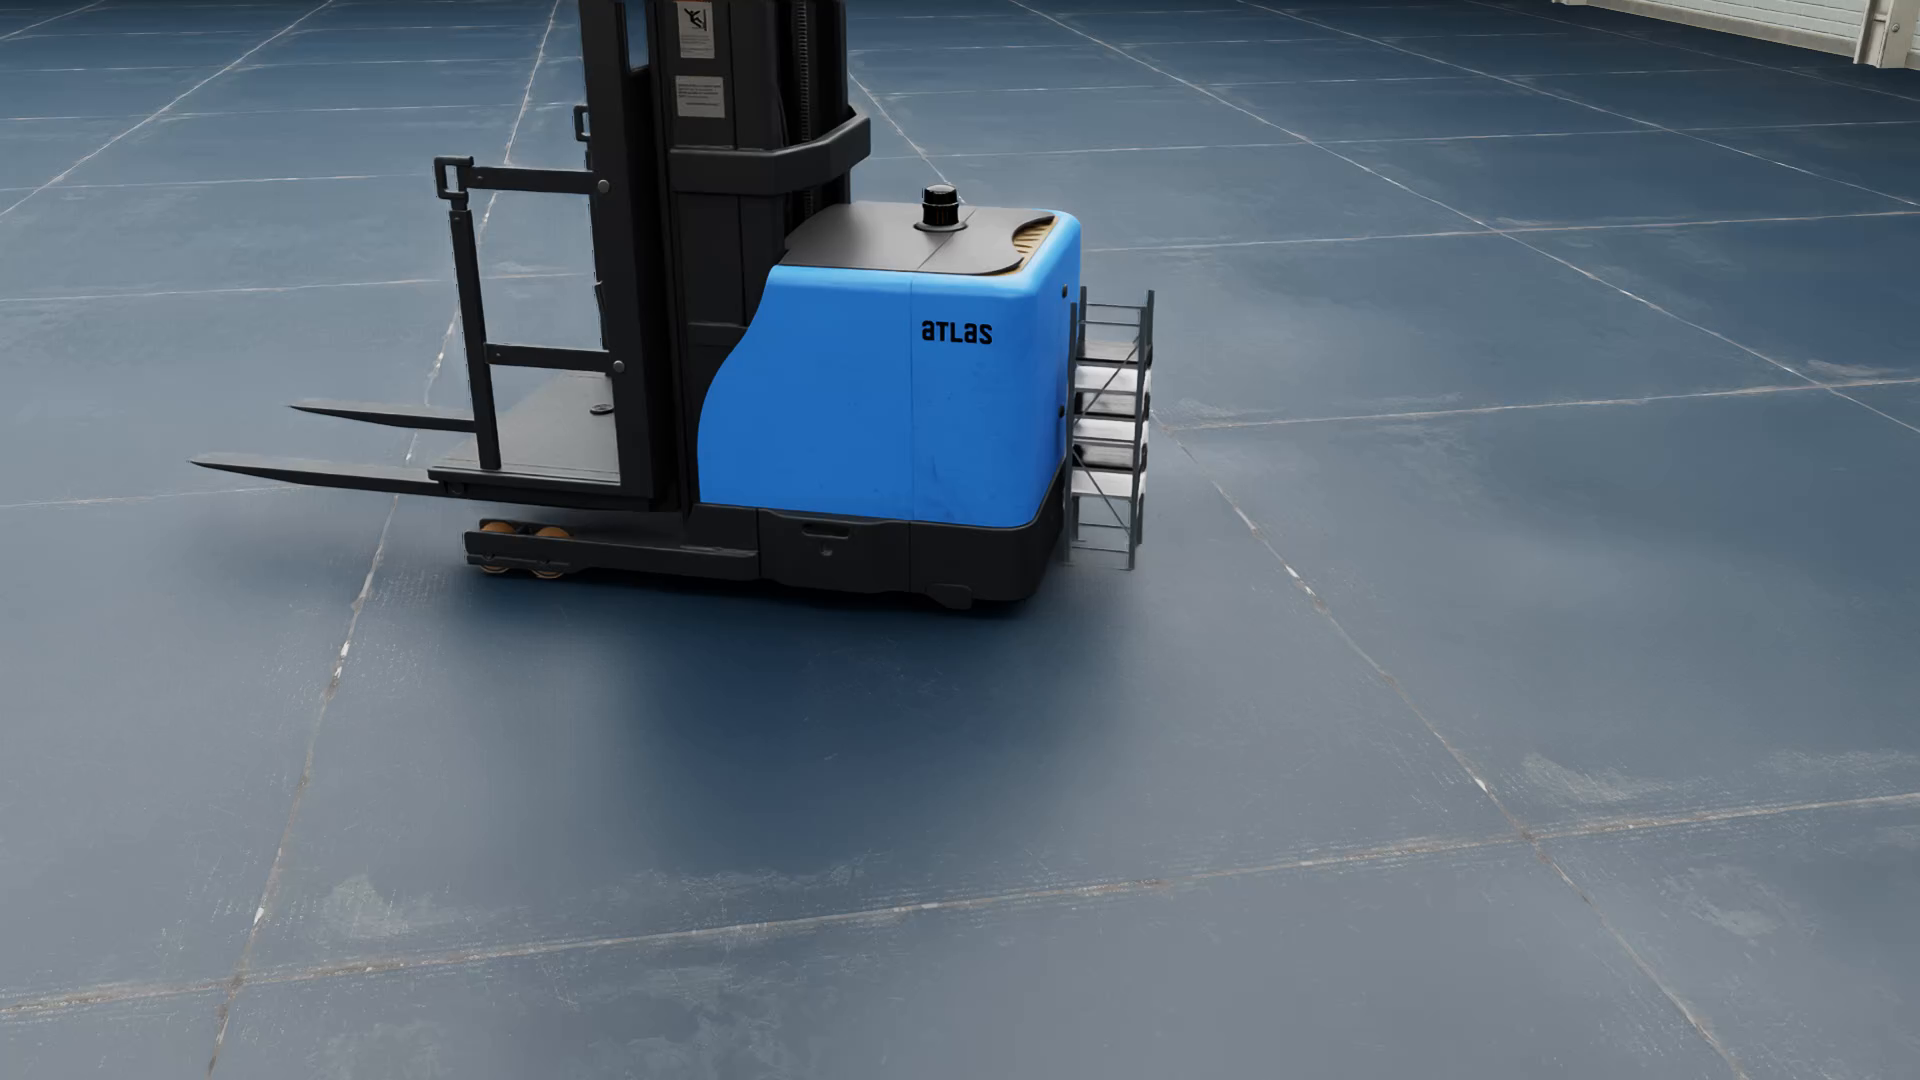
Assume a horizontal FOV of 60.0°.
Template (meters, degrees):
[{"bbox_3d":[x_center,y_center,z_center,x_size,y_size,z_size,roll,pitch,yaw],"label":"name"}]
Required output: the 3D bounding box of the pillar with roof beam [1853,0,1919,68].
[{"bbox_3d":[4.955,-8.548,14.079,9.100,9.000,0.400,-4,24,-10],"label":"pillar with roof beam"}]

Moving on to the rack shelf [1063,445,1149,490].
[{"bbox_3d":[0.484,-0.248,5.500,0.258,0.077,0.200,5,24,11],"label":"rack shelf"}]

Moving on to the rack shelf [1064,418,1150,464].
[{"bbox_3d":[0.484,-0.330,5.464,0.258,0.077,0.200,5,24,11],"label":"rack shelf"}]

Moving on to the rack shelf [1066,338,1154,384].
[{"bbox_3d":[0.485,-0.578,5.356,0.258,0.077,0.200,5,24,11],"label":"rack shelf"}]

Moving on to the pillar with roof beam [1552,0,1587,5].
[{"bbox_3d":[3.846,-10.908,19.482,9.100,9.000,0.400,-4,24,-10],"label":"pillar with roof beam"}]

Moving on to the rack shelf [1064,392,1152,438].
[{"bbox_3d":[0.484,-0.413,5.428,0.258,0.077,0.200,5,24,11],"label":"rack shelf"}]

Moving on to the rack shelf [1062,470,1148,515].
[{"bbox_3d":[0.483,-0.165,5.536,0.258,0.077,0.200,5,24,11],"label":"rack shelf"}]

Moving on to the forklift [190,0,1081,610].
[{"bbox_3d":[-1.151,-1.415,5.328,3.031,2.935,1.130,5,24,11],"label":"forklift"}]

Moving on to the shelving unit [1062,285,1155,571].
[{"bbox_3d":[0.484,-0.361,5.451,0.258,0.900,0.210,5,24,11],"label":"shelving unit"}]

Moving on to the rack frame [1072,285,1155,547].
[{"bbox_3d":[0.506,-0.401,5.542,0.240,0.900,0.006,5,24,11],"label":"rack frame"}]

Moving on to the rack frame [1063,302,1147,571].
[{"bbox_3d":[0.462,-0.321,5.360,0.240,0.900,0.006,5,24,11],"label":"rack frame"}]

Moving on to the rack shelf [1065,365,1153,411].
[{"bbox_3d":[0.484,-0.495,5.392,0.258,0.077,0.200,5,24,11],"label":"rack shelf"}]
